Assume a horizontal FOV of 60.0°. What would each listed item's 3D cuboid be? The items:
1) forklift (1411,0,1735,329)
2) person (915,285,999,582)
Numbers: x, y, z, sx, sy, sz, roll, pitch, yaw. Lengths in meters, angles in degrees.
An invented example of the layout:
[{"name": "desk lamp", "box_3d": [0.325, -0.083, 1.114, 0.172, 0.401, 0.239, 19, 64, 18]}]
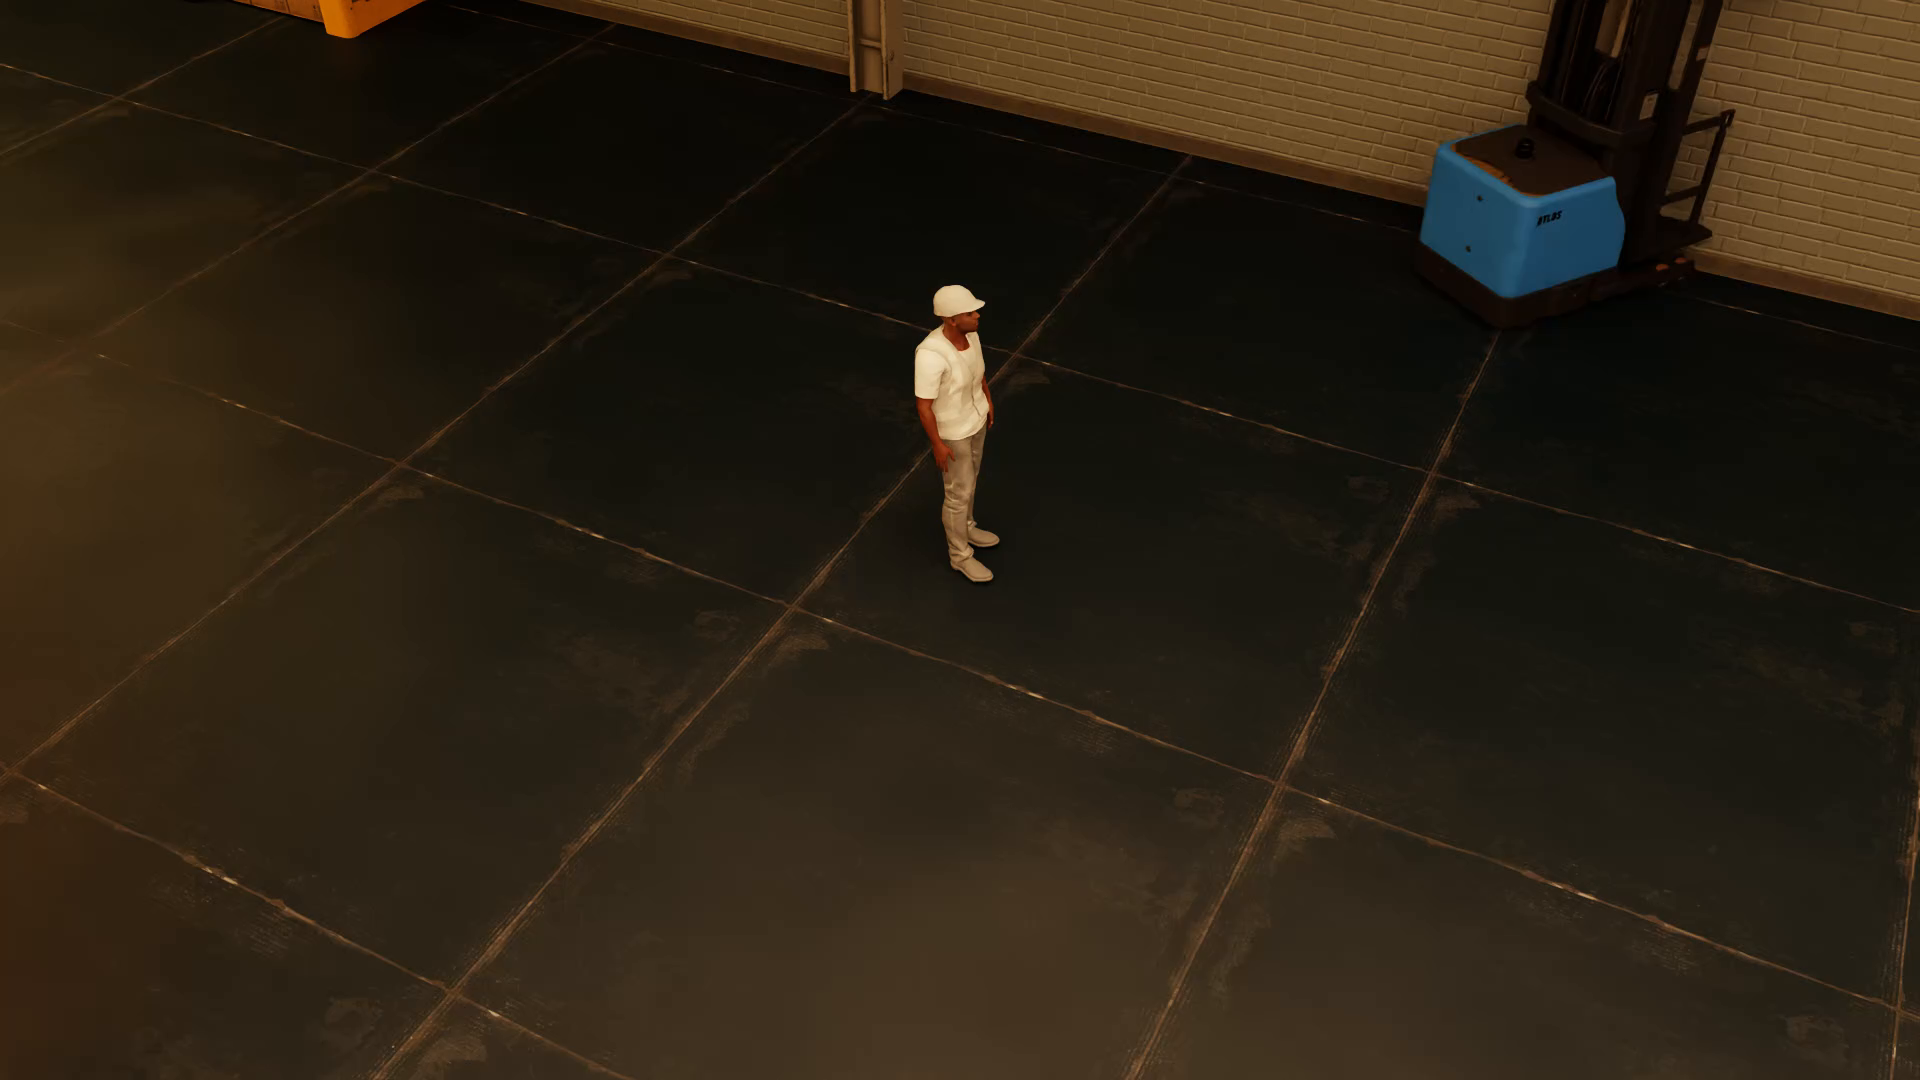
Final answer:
[{"name": "forklift", "box_3d": [4.969, -3.317, 11.925, 3.031, 2.935, 1.130, -19, 44, -21]}, {"name": "person", "box_3d": [0.059, -0.655, 9.662, 0.577, 1.759, 0.665, 18, 43, 21]}]
